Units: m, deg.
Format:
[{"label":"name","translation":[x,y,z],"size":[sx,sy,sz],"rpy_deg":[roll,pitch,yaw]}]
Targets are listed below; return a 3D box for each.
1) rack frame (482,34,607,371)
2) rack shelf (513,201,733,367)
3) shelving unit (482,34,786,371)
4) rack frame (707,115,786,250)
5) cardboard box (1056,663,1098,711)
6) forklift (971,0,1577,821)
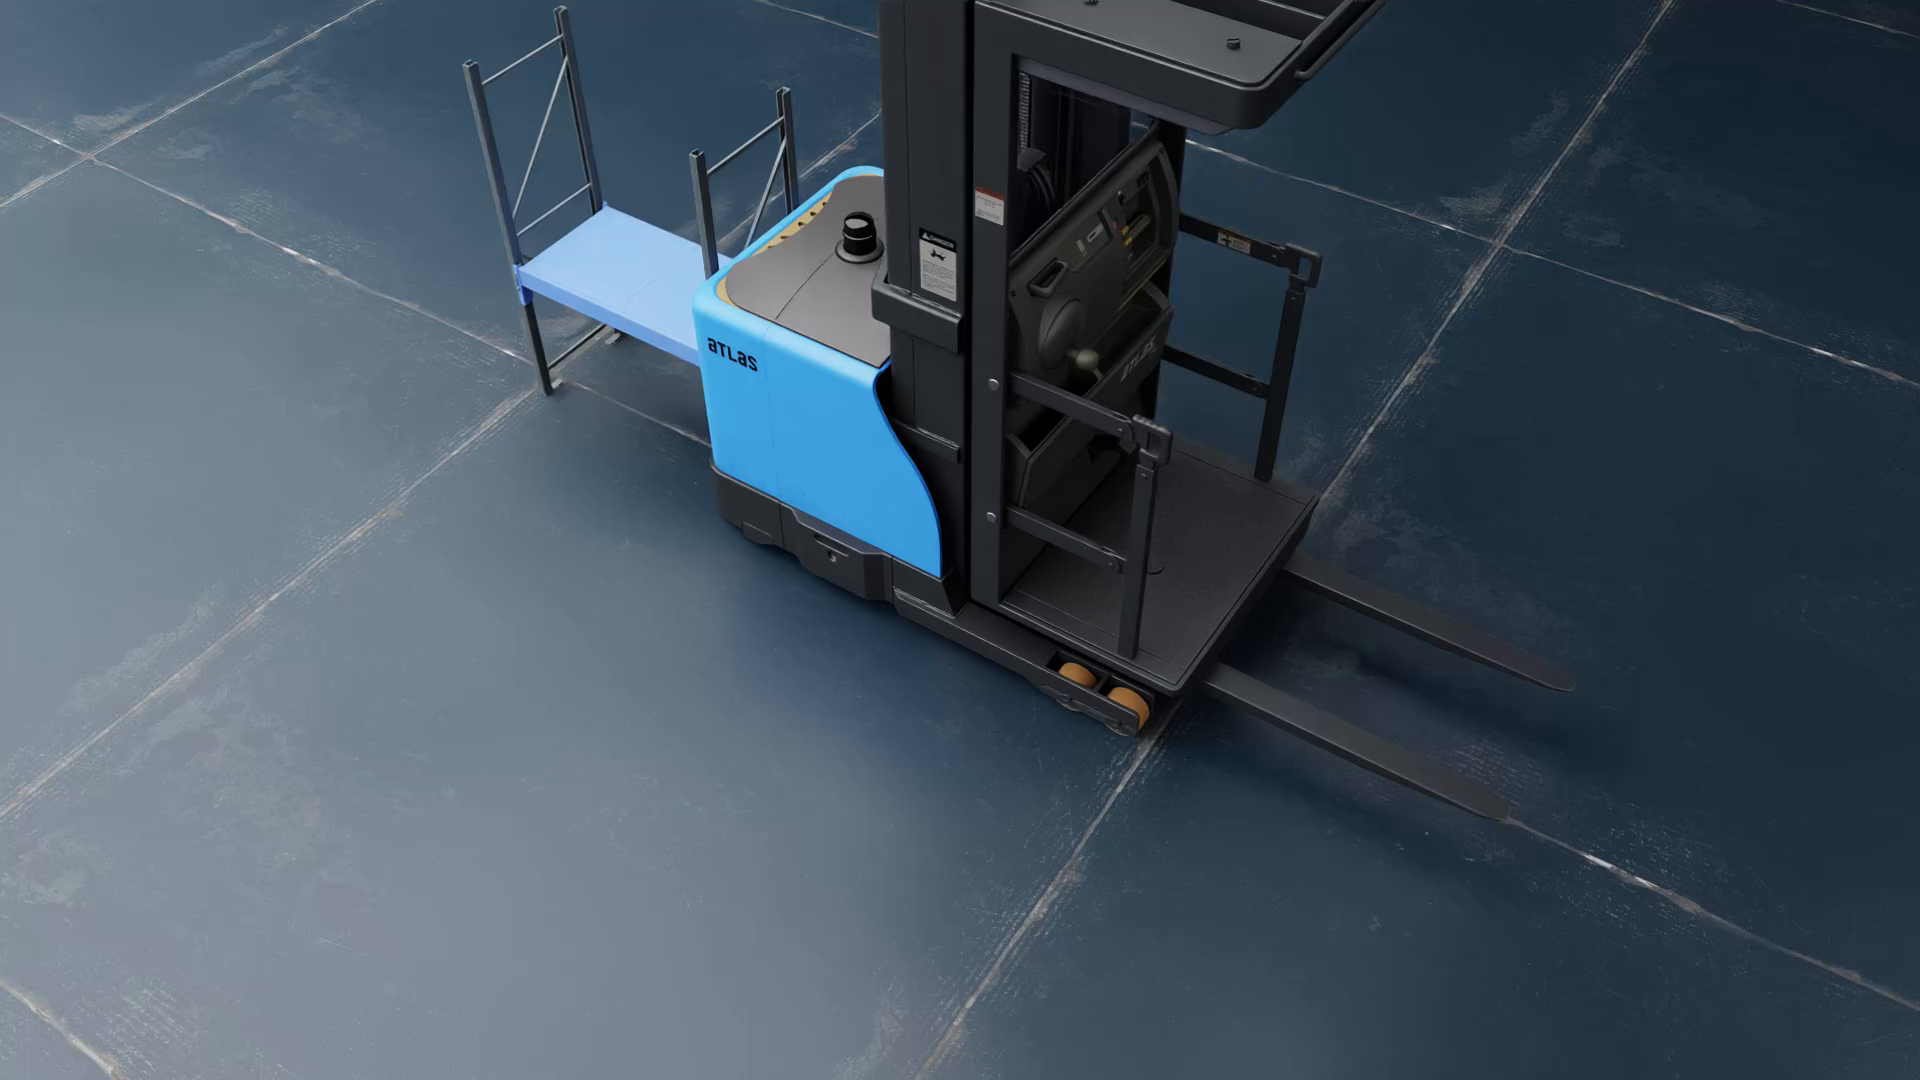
[{"label":"rack frame","translation":[-1.575,-1.265,6.434],"size":[0.013,1.308,0.475],"rpy_deg":[25,51,23]},{"label":"rack shelf","translation":[-1.150,-0.940,6.369],"size":[1.000,0.185,0.538],"rpy_deg":[25,51,23]},{"label":"shelving unit","translation":[-1.150,-1.066,6.240],"size":[1.030,1.308,0.538],"rpy_deg":[25,51,23]},{"label":"rack frame","translation":[-0.726,-0.864,6.044],"size":[0.013,1.308,0.475],"rpy_deg":[25,51,23]},{"label":"cardboard box","translation":[0.390,0.499,5.656],"size":[0.160,0.156,0.130],"rpy_deg":[24,50,21]},{"label":"forklift","translation":[0.589,-0.799,4.982],"size":[3.031,2.935,1.121],"rpy_deg":[25,51,23]}]
